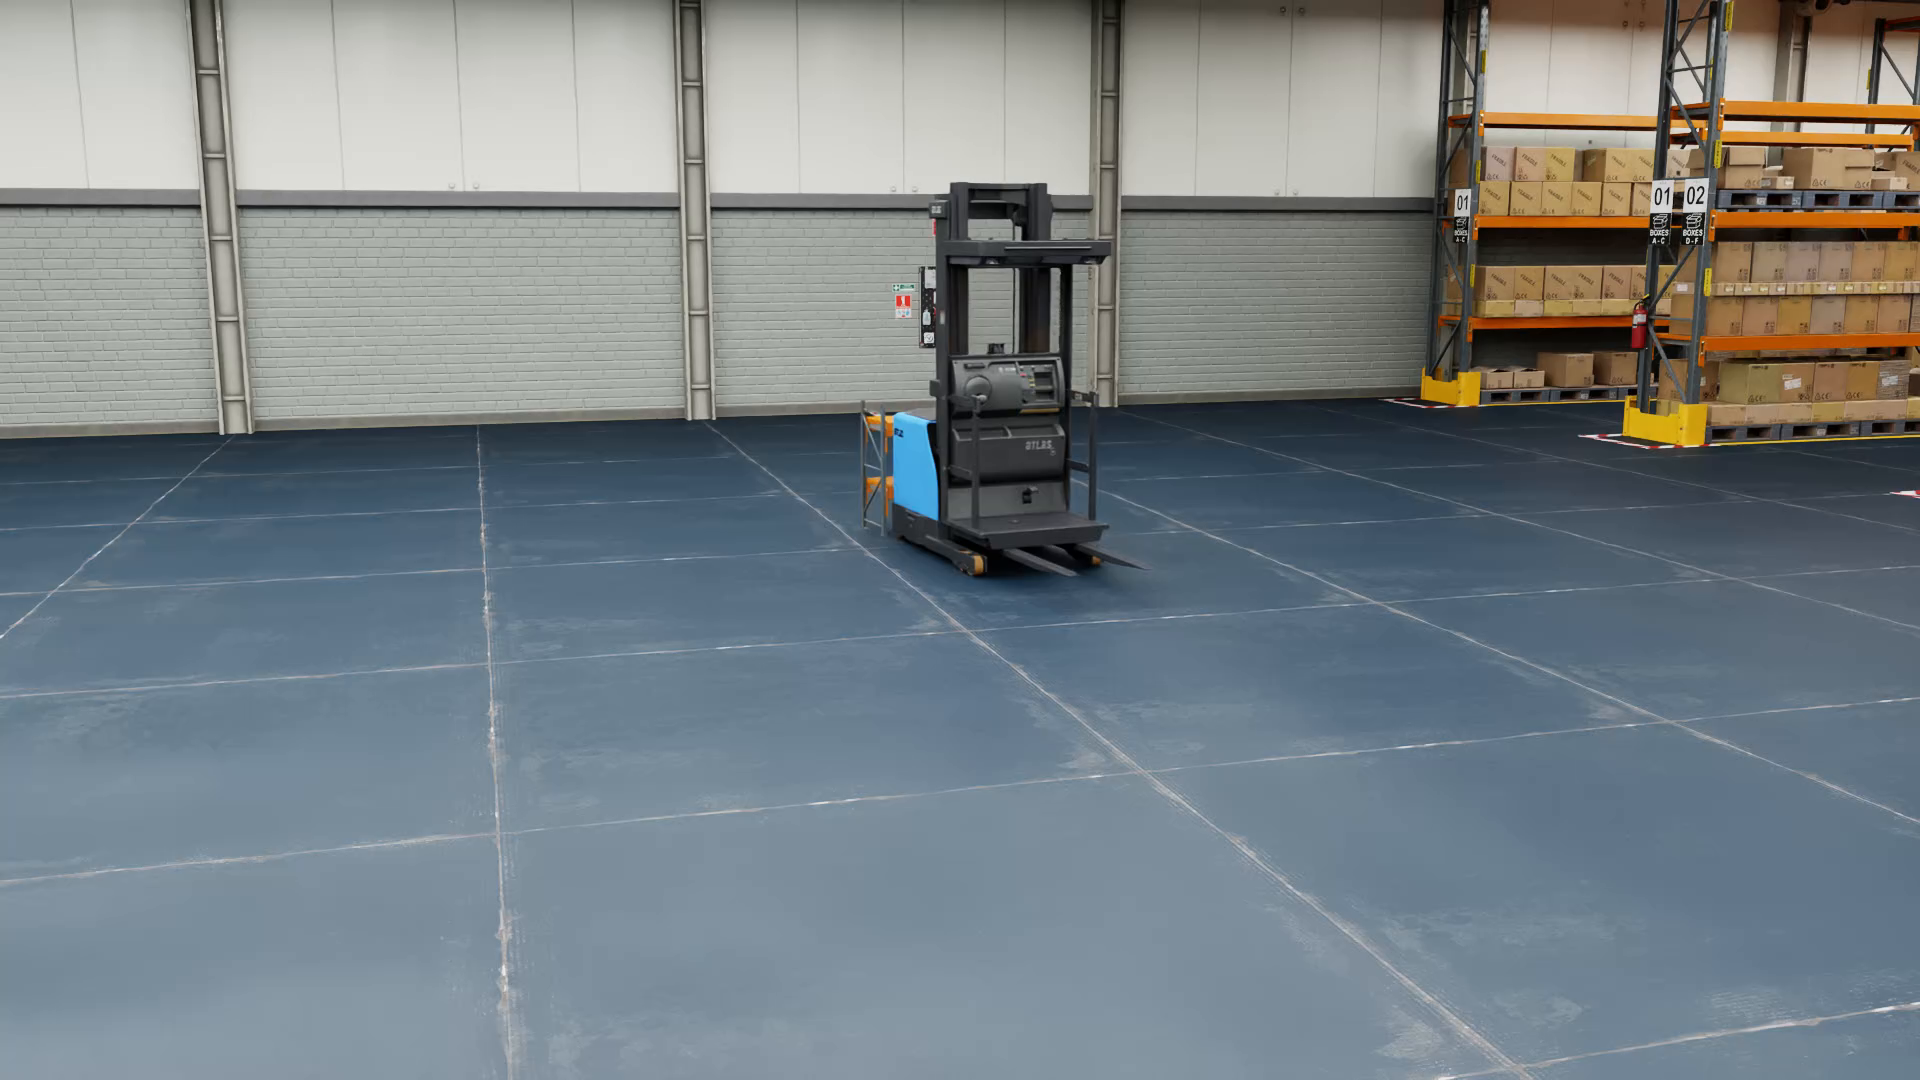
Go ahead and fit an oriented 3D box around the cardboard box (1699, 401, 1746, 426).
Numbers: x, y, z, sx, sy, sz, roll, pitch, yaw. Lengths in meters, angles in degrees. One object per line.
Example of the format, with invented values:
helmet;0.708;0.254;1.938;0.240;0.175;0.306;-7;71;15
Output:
cardboard box;9.422;-1.578;20.766;0.500;0.250;0.500;-3;11;-16

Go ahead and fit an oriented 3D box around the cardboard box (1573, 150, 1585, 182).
cardboard box;9.283;-5.764;25.693;0.500;0.500;0.500;-3;11;-16

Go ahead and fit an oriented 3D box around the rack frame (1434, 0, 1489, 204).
rack frame;7.457;-6.546;24.751;0.127;3.000;1.000;-3;11;-16

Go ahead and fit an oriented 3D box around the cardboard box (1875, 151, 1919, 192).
cardboard box;12.128;-4.757;21.497;0.500;0.500;0.500;-2;11;-11

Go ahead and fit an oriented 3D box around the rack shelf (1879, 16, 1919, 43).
rack shelf;17.059;-8.333;27.264;4.000;0.370;1.077;-3;11;-16

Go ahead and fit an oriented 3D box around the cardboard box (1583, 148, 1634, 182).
cardboard box;9.871;-5.694;25.313;0.500;0.500;0.500;-3;11;-18

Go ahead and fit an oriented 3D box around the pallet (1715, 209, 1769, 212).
pallet;11.920;-5.194;26.209;1.003;0.211;1.213;-3;11;-16

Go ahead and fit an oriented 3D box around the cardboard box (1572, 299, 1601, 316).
cardboard box;9.486;-3.580;25.568;0.500;0.250;0.500;-3;11;-15

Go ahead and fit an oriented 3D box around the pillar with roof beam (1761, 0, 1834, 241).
pillar with roof beam;14.852;-6.287;23.345;0.548;9.000;9.100;-3;11;-16

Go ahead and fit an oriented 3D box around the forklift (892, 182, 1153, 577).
forklift;0.465;-1.252;12.750;1.130;2.935;3.031;-4;11;-23

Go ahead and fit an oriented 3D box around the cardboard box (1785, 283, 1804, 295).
cardboard box;10.273;-3.138;20.740;0.250;0.149;0.380;-3;11;-18

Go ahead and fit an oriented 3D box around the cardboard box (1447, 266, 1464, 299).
cardboard box;7.850;-3.962;25.569;0.500;0.500;0.500;-3;11;-17

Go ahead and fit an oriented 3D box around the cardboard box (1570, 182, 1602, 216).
cardboard box;9.380;-5.182;25.296;0.500;0.500;0.500;-2;11;-12

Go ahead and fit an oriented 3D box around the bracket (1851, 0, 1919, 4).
bracket;16.620;-8.896;27.571;4.783;0.066;0.076;-3;11;-16

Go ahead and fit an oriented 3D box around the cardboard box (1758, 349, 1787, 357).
cardboard box;12.983;-2.879;27.090;0.500;0.500;0.700;-3;11;-15

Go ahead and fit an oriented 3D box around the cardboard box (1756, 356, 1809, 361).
cardboard box;10.713;-2.115;21.614;0.500;0.500;0.500;-3;11;-16

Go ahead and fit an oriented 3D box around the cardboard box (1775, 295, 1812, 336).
cardboard box;10.278;-2.857;21.005;0.500;0.500;0.700;-3;11;-16

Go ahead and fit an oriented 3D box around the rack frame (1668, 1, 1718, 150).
rack frame;11.298;-6.749;25.851;0.127;3.000;1.000;-3;11;-16

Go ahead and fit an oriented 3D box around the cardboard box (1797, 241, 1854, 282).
cardboard box;10.816;-3.525;21.049;0.500;0.500;0.700;-3;11;-16

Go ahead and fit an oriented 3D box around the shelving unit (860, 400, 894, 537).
shelving unit;-0.286;-0.661;14.529;1.048;1.125;0.538;-5;11;-25

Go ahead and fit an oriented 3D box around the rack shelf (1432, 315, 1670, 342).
rack shelf;9.377;-3.343;25.909;4.000;0.370;1.077;-3;11;-16

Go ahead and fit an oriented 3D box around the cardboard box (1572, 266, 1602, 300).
cardboard box;9.467;-3.949;25.501;0.500;0.500;0.500;-3;11;-14

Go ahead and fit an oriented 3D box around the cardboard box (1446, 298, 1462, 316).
cardboard box;7.852;-3.589;25.618;0.500;0.250;0.500;-3;11;-15

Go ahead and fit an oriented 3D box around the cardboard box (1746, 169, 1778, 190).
cardboard box;9.877;-4.516;20.875;0.500;0.250;0.500;-3;11;-16

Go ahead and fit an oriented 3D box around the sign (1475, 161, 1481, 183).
sign;7.609;-5.407;24.431;0.005;0.325;0.100;-3;11;-16

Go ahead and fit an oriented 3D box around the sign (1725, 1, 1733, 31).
sign;8.994;-6.126;19.450;0.005;0.325;0.100;-3;11;-16

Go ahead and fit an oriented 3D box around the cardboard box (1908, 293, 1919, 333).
cardboard box;12.262;-2.963;21.580;0.500;0.500;0.700;-3;11;-17

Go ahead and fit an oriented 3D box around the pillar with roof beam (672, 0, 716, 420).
pillar with roof beam;-2.431;-5.376;18.397;0.400;9.000;9.100;-3;11;-16

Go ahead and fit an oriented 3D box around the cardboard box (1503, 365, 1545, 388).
cardboard box;8.694;-2.538;25.760;0.500;0.311;0.500;-2;11;-11

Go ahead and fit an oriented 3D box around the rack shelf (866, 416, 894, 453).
rack shelf;-0.286;-0.949;14.476;1.000;0.278;0.538;-5;11;-25

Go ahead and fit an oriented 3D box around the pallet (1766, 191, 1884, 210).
pallet;10.705;-4.260;20.863;1.213;0.211;1.003;-3;11;-16

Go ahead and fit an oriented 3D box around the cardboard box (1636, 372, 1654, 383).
cardboard box;10.792;-2.589;26.435;0.250;0.166;0.380;-5;11;-23

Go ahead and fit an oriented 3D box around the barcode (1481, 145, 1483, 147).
barcode;7.999;-6.030;25.536;0.075;0.075;0.001;-3;11;-16

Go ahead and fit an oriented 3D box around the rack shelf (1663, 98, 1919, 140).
rack shelf;10.766;-5.236;20.726;4.000;0.370;1.077;-3;11;-16

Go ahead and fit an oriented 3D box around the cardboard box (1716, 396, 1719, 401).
cardboard box;9.754;-1.695;21.404;0.500;0.250;0.500;-3;11;-16

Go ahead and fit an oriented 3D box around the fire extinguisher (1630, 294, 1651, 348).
fire extinguisher;8.602;-2.772;21.031;0.183;0.674;0.296;-3;11;-16

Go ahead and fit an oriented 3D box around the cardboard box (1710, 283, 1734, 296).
cardboard box;9.282;-3.086;20.455;0.250;0.149;0.380;-3;11;-16

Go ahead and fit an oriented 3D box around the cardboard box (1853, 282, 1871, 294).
cardboard box;11.265;-3.191;21.025;0.250;0.149;0.380;-3;11;-14

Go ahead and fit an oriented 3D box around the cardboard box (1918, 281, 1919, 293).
cardboard box;12.247;-3.242;21.306;0.250;0.149;0.380;-3;11;-17

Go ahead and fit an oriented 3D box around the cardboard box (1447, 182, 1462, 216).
cardboard box;7.787;-5.195;25.366;0.500;0.500;0.500;-2;11;-12

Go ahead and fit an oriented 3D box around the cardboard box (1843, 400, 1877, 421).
cardboard box;11.343;-1.679;21.315;0.500;0.250;0.500;-3;11;-16

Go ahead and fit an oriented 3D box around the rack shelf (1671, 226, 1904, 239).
rack shelf;13.218;-5.021;26.737;4.000;0.370;1.077;-3;11;-16

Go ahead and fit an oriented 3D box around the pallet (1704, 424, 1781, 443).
pallet;9.568;-1.410;21.120;1.213;0.211;1.003;-3;11;-16

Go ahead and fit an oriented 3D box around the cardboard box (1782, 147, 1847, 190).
cardboard box;10.516;-4.571;20.485;0.500;0.500;0.500;-3;11;-16

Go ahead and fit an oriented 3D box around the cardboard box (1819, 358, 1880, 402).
cardboard box;11.339;-2.050;21.259;0.500;0.500;0.500;-3;11;-16

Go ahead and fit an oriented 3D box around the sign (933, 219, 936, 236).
sign;-0.292;-4.517;23.893;0.199;0.298;0.001;-3;11;-16

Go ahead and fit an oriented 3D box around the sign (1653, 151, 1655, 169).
sign;8.707;-4.702;20.789;0.005;0.325;0.100;-3;11;-16
